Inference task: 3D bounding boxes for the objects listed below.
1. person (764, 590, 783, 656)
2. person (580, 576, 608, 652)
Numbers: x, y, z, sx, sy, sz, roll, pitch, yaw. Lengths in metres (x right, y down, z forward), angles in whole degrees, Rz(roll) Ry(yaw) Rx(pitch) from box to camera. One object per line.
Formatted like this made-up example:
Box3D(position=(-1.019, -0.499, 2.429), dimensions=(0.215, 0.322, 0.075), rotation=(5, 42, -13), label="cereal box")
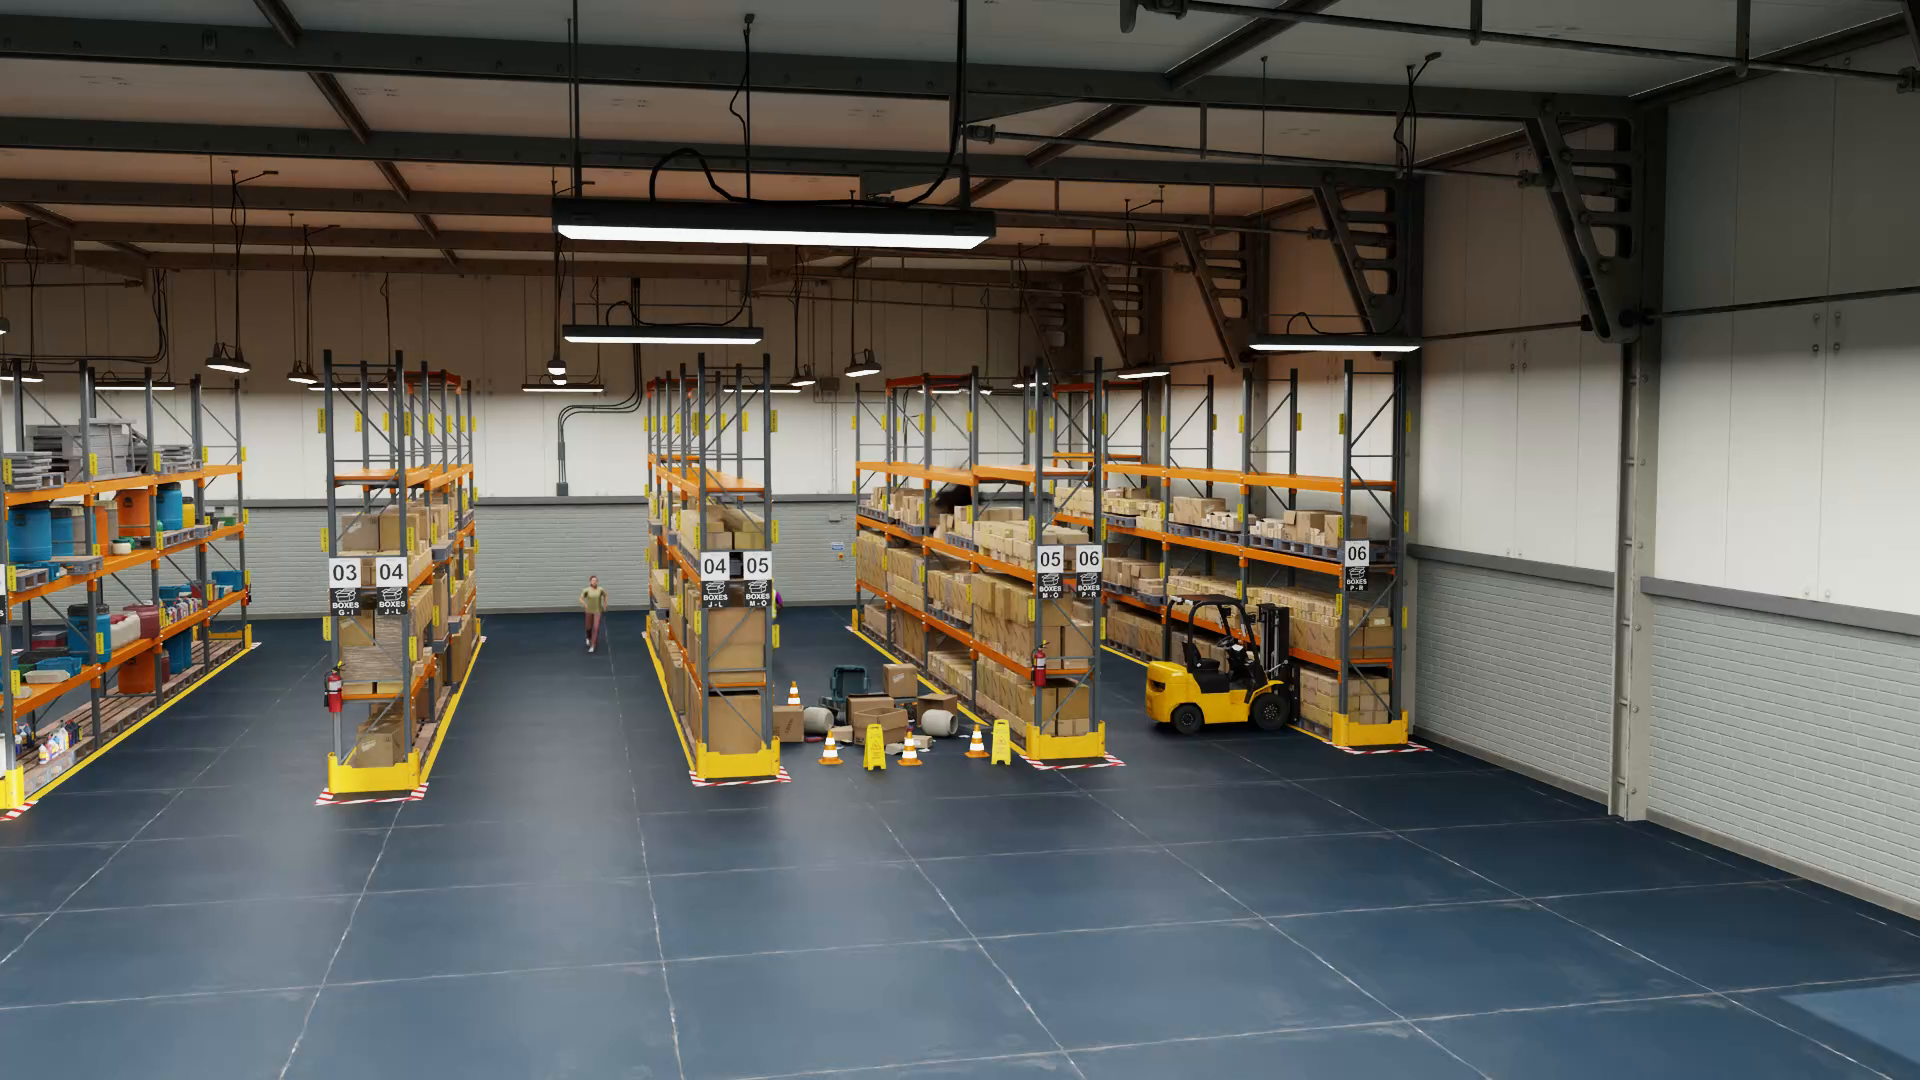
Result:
Box3D(position=(-4.161, 1.667, 35.729), dimensions=(0.707, 1.727, 0.650), rotation=(-1, 4, -11), label="person")
Box3D(position=(-8.100, 1.616, 36.784), dimensions=(0.609, 1.649, 0.959), rotation=(-1, 4, -13), label="person")
